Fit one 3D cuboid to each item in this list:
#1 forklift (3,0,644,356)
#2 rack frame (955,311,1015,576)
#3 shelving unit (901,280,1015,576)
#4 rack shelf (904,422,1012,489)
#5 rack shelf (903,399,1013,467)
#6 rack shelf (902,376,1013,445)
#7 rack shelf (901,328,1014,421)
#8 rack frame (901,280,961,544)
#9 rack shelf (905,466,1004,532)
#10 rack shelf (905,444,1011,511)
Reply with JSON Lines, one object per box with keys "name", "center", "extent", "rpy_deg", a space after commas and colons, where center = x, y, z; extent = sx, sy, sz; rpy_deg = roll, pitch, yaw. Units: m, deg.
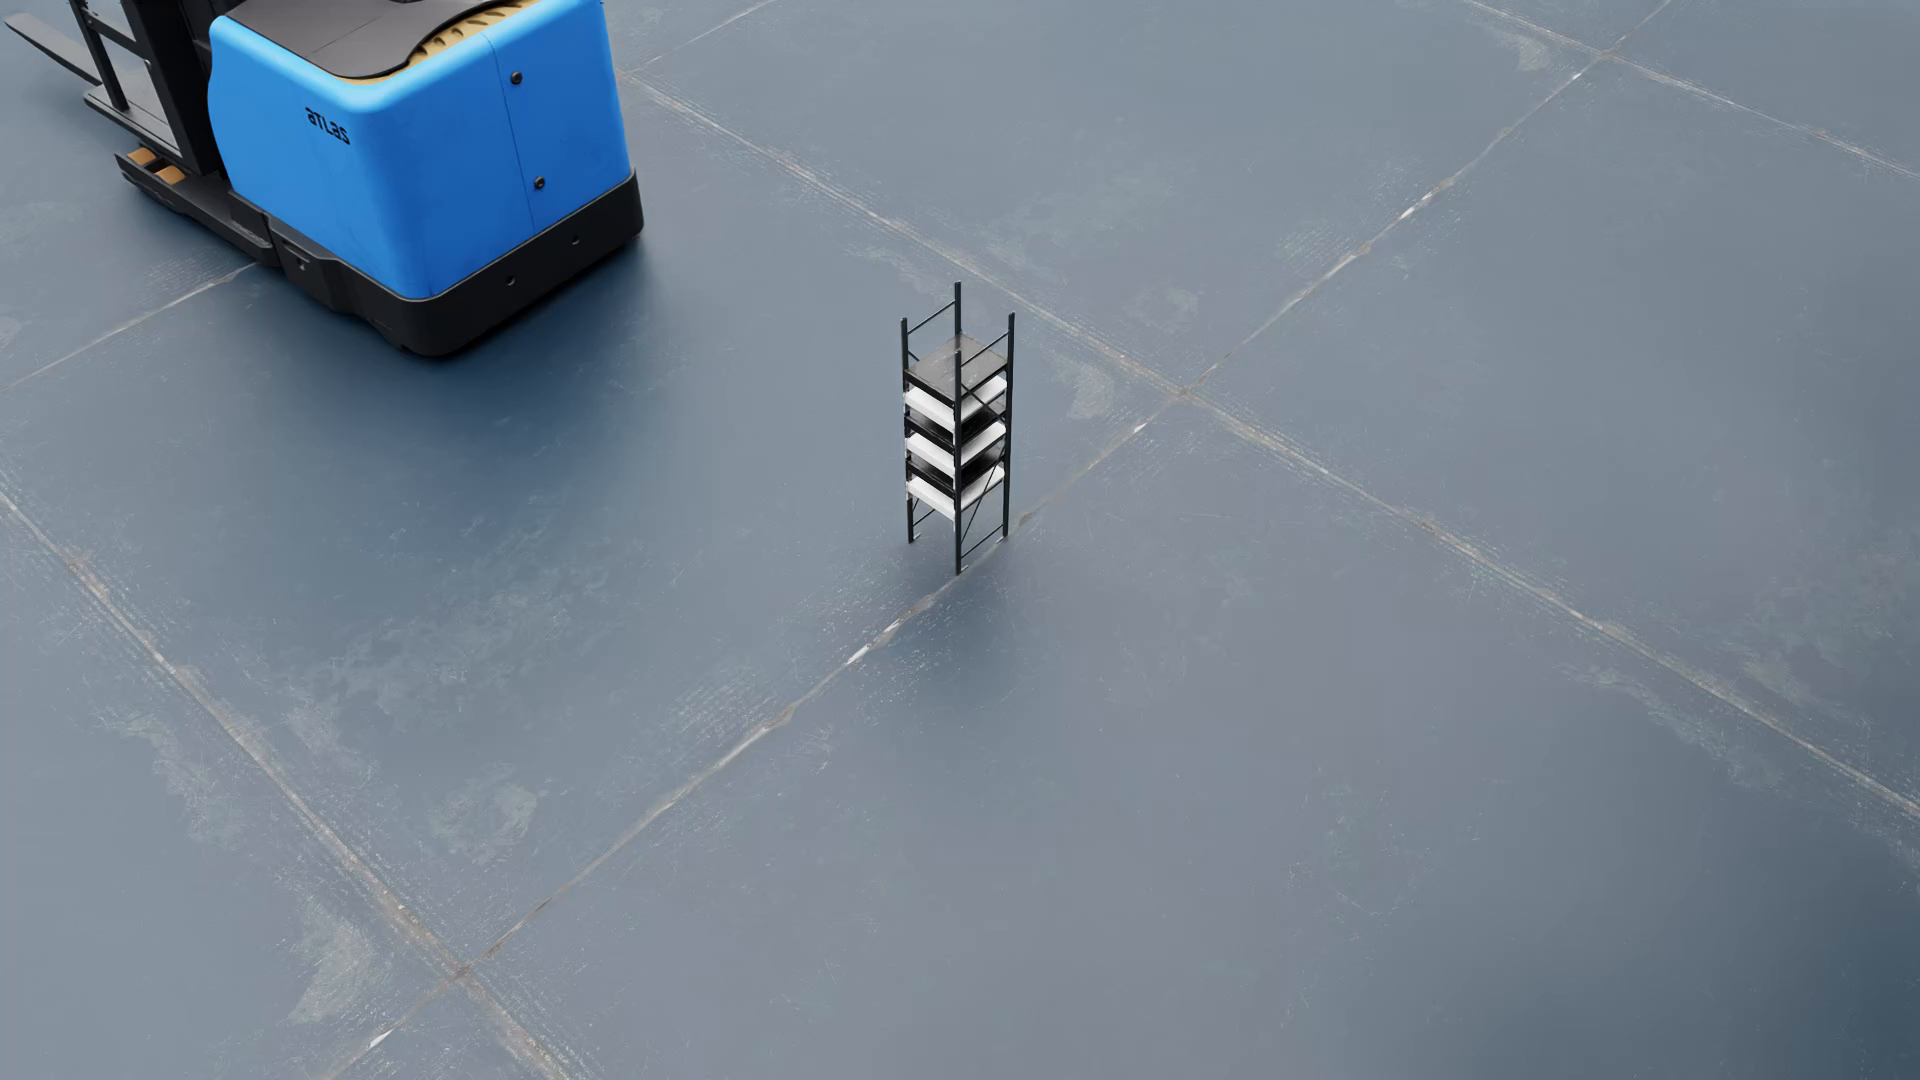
{"name": "forklift", "center": [-2.653, -2.550, 5.634], "extent": [3.031, 2.935, 1.130], "rpy_deg": [31, 54, 26]}
{"name": "rack frame", "center": [0.069, -0.262, 4.879], "extent": [0.006, 0.900, 0.240], "rpy_deg": [34, 55, 28]}
{"name": "shelving unit", "center": [-0.006, -0.312, 4.926], "extent": [0.210, 0.900, 0.258], "rpy_deg": [34, 55, 28]}
{"name": "rack shelf", "center": [-0.006, -0.289, 4.950], "extent": [0.200, 0.077, 0.258], "rpy_deg": [34, 55, 28]}
{"name": "rack shelf", "center": [-0.006, -0.351, 4.884], "extent": [0.200, 0.077, 0.258], "rpy_deg": [34, 55, 28]}
{"name": "rack shelf", "center": [-0.006, -0.412, 4.819], "extent": [0.200, 0.077, 0.258], "rpy_deg": [34, 55, 28]}
{"name": "rack shelf", "center": [-0.006, -0.474, 4.753], "extent": [0.200, 0.077, 0.258], "rpy_deg": [34, 55, 28]}
{"name": "rack frame", "center": [-0.081, -0.362, 4.973], "extent": [0.006, 0.900, 0.240], "rpy_deg": [34, 55, 28]}
{"name": "rack shelf", "center": [-0.006, -0.166, 5.081], "extent": [0.200, 0.077, 0.258], "rpy_deg": [34, 55, 28]}
{"name": "rack shelf", "center": [-0.006, -0.228, 5.016], "extent": [0.200, 0.077, 0.258], "rpy_deg": [34, 55, 28]}
